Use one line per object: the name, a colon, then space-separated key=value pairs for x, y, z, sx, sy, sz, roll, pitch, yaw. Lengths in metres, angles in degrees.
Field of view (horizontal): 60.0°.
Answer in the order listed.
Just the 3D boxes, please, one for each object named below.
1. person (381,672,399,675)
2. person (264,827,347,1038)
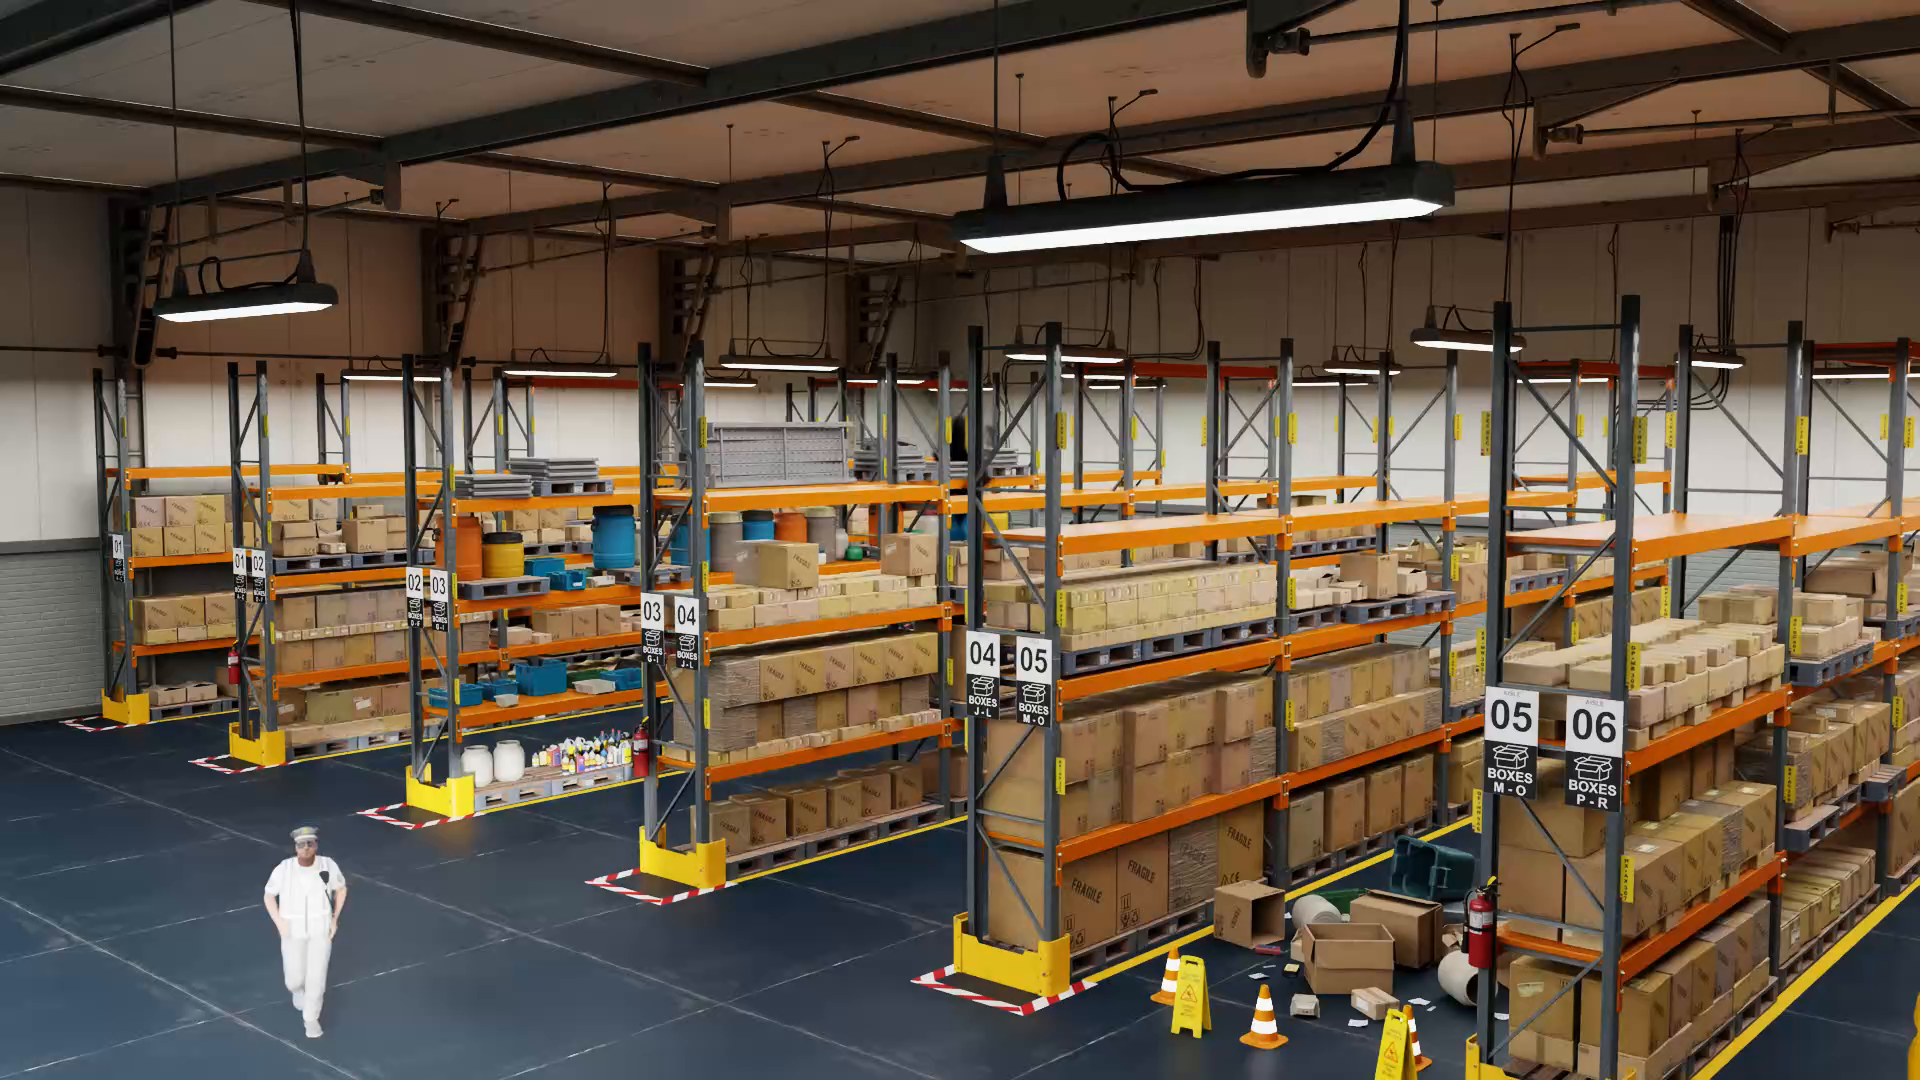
person: x=-9.823 y=2.167 z=28.956 sx=0.692 sy=1.767 sz=0.812 roll=4 pitch=6 yaw=41
person: x=-5.537 y=3.269 z=14.092 sx=0.655 sy=1.743 sz=0.658 roll=-2 pitch=5 yaw=-22
